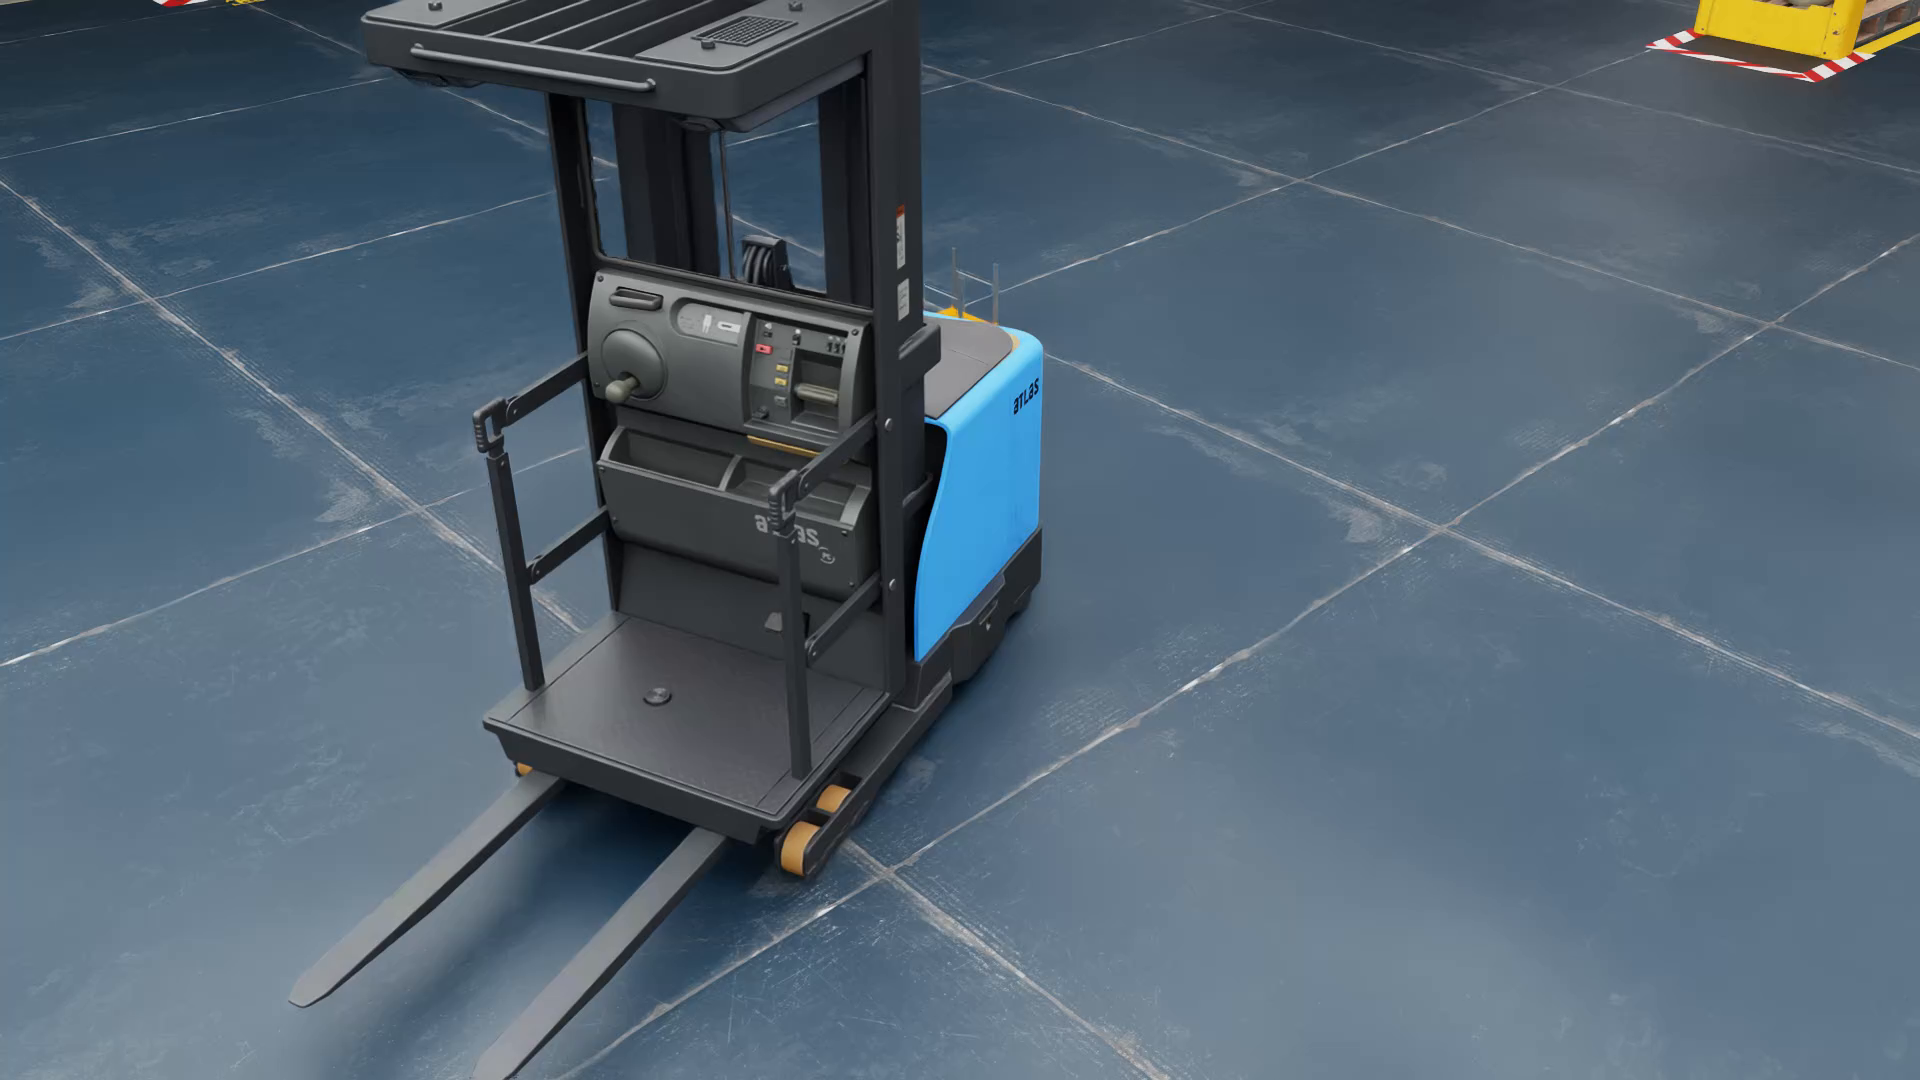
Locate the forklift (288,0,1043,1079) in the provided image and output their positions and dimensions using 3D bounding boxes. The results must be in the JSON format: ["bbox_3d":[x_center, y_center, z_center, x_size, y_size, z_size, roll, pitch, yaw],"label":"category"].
[{"bbox_3d":[-0.794,-0.487,4.738,1.130,2.935,3.031,14,34,22],"label":"forklift"}]

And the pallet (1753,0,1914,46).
[{"bbox_3d":[7.050,-4.337,13.641,1.213,0.211,1.003,-26,40,-35],"label":"pallet"}]

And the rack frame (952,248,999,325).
[{"bbox_3d":[0.056,-0.541,6.485,0.006,1.200,0.240,-27,40,-36],"label":"rack frame"}]

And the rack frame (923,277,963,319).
[{"bbox_3d":[-0.075,-0.475,6.376,0.006,1.200,0.240,-27,40,-36],"label":"rack frame"}]

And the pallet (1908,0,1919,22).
[{"bbox_3d":[7.944,-4.768,14.345,1.213,0.211,1.003,-26,40,-35],"label":"pallet"}]

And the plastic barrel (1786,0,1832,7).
[{"bbox_3d":[6.858,-4.576,13.341,0.421,0.512,0.421,0,31,0],"label":"plastic barrel"}]

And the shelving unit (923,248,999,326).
[{"bbox_3d":[-0.009,-0.508,6.431,0.189,1.200,0.258,-27,40,-36],"label":"shelving unit"}]

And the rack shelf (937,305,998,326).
[{"bbox_3d":[-0.010,-0.777,6.266,0.180,0.103,0.258,-27,40,-36],"label":"rack shelf"}]

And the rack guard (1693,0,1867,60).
[{"bbox_3d":[6.451,-4.174,13.097,0.348,0.500,1.175,-26,40,-35],"label":"rack guard"}]
